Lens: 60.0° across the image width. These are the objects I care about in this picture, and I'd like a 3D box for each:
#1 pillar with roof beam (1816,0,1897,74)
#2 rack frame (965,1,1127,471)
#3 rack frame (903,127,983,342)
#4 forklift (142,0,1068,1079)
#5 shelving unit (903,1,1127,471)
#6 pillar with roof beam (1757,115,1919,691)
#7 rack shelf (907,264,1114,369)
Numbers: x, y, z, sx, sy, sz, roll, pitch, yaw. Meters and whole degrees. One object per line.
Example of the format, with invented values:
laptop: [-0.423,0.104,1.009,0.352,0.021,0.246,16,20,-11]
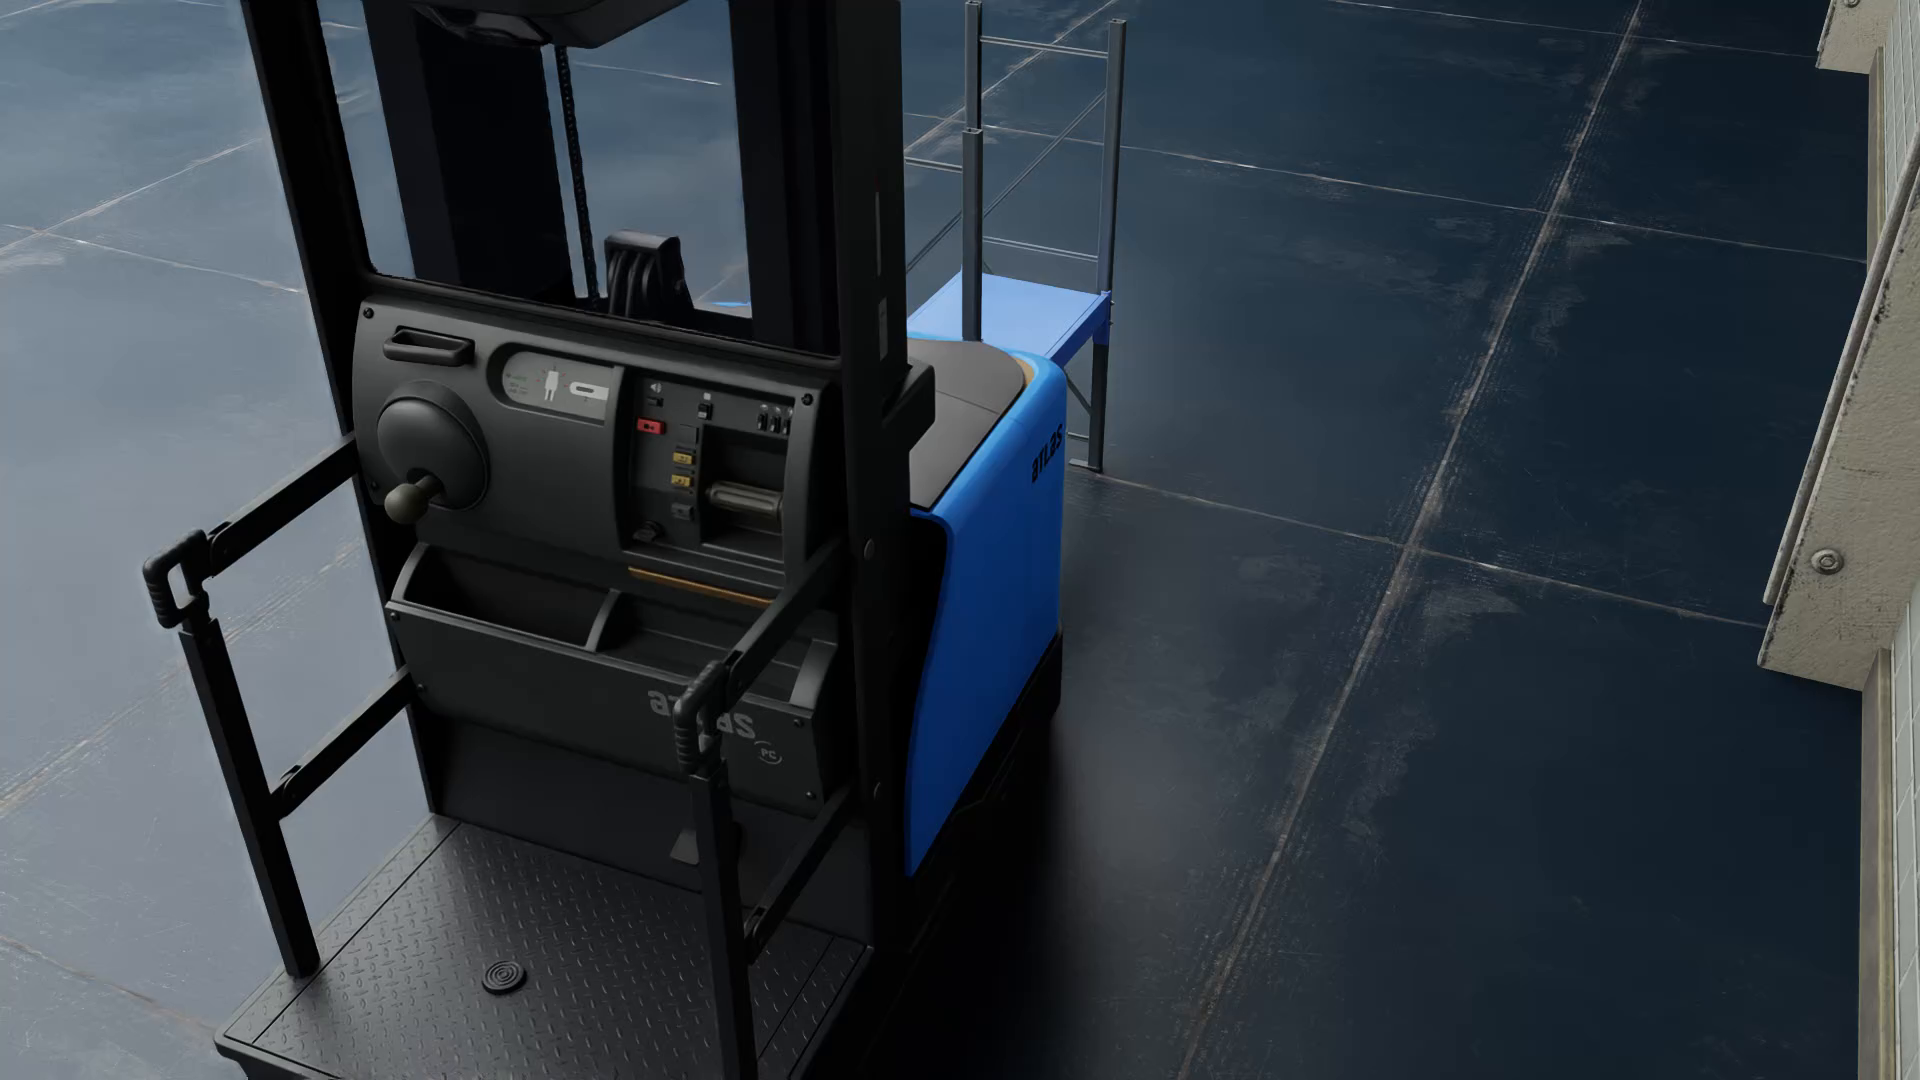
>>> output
pillar with roof beam: [1.079,-7.445,8.398,9.100,9.000,0.400,14,36,20]
rack frame: [0.248,-0.923,5.290,0.500,1.500,0.032,14,36,20]
rack frame: [-0.177,-0.417,4.517,0.500,1.500,0.032,14,36,20]
forklift: [-0.746,-0.112,2.748,1.130,2.935,3.031,12,35,18]
shelving unit: [0.036,-0.670,4.904,0.538,1.500,1.048,14,36,20]
pillar with roof beam: [-1.431,-4.457,3.841,9.100,9.000,0.400,14,36,20]
rack shelf: [0.036,-0.519,5.002,0.538,0.185,1.000,14,36,20]
